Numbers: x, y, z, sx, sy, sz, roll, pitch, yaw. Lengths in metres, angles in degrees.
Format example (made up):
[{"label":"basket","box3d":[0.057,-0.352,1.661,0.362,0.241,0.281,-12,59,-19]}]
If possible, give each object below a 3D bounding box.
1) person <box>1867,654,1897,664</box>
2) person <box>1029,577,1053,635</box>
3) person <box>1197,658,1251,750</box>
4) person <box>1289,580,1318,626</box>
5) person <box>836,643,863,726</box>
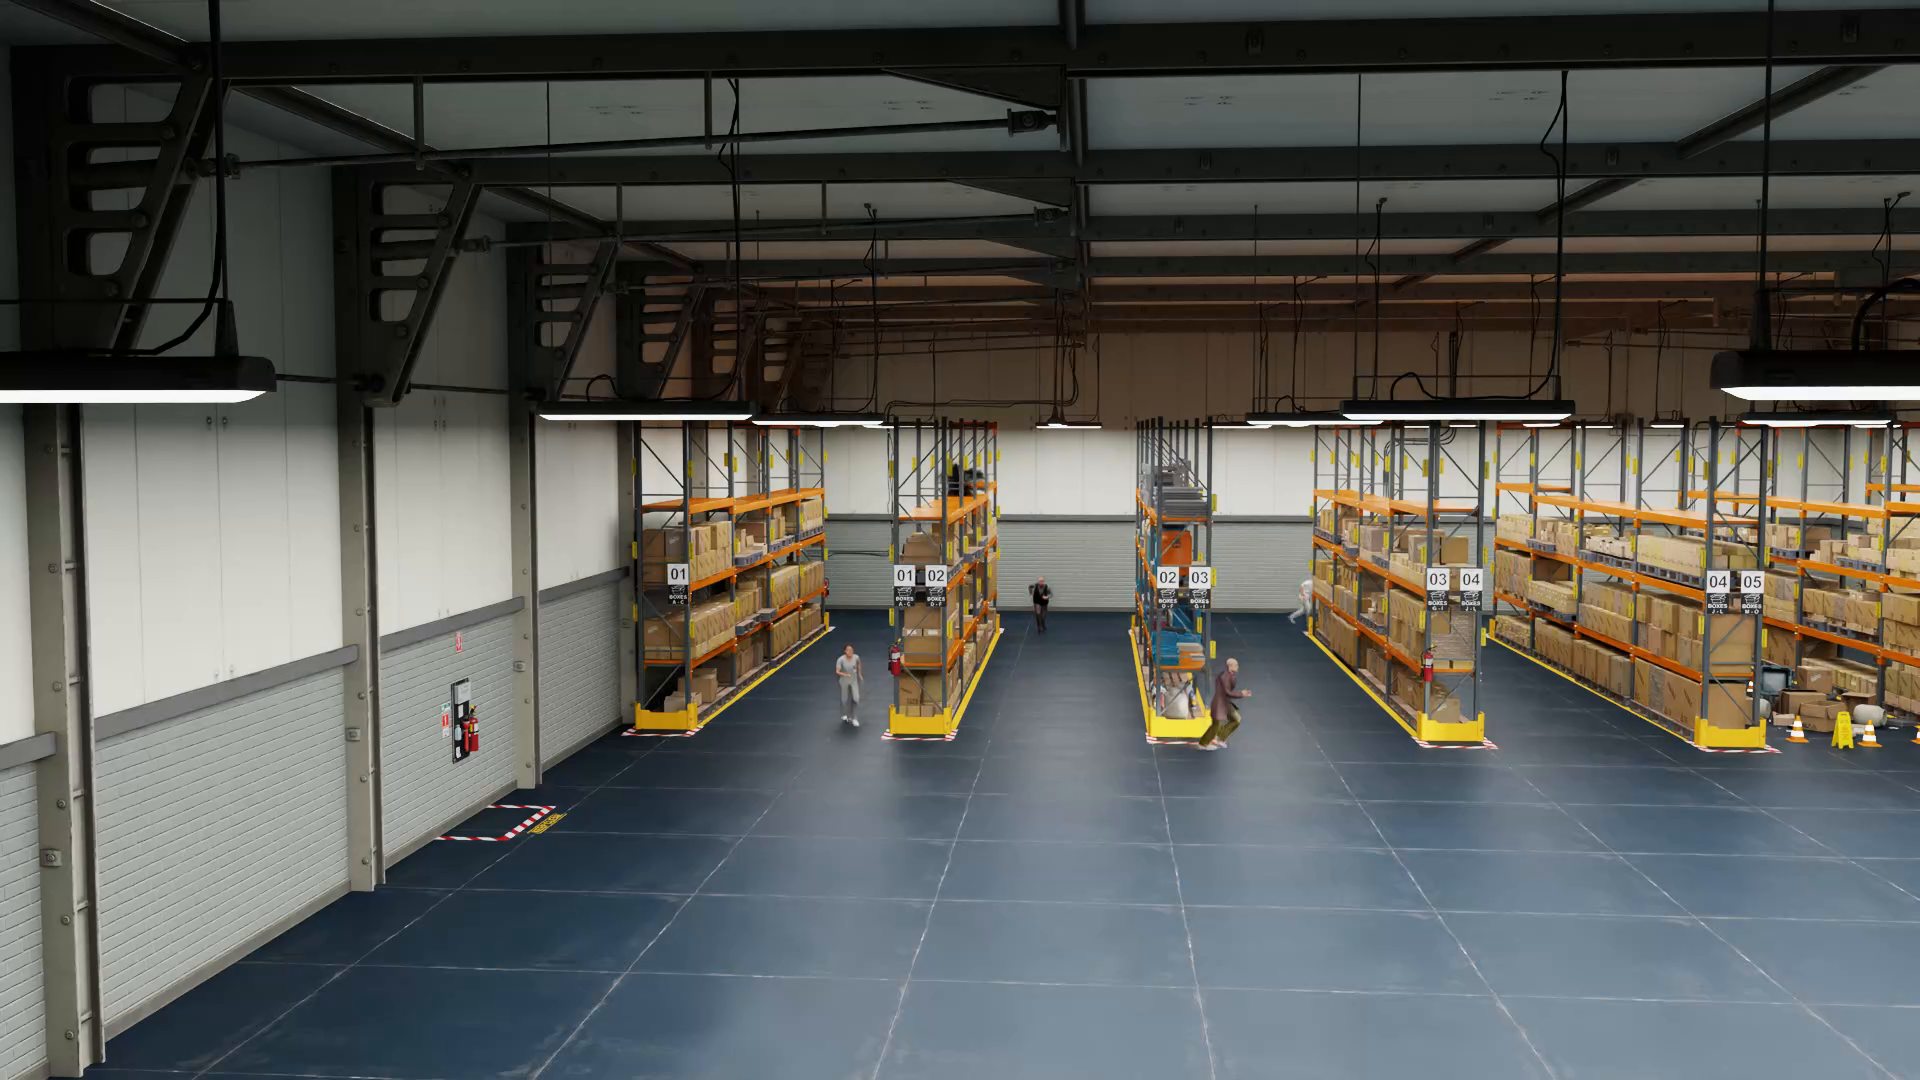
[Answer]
[{"label":"person","box3d":[22.579,2.211,40.599,0.661,1.695,0.926,-1,4,-11]},{"label":"person","box3d":[2.293,1.864,47.098,0.693,1.678,0.982,0,4,5]},{"label":"person","box3d":[4.731,2.932,29.672,0.962,1.669,0.697,2,4,25]},{"label":"person","box3d":[10.158,1.766,48.911,0.660,1.619,1.090,-3,5,-41]},{"label":"person","box3d":[-2.194,2.809,32.466,0.513,1.640,0.896,-1,4,-13]}]
